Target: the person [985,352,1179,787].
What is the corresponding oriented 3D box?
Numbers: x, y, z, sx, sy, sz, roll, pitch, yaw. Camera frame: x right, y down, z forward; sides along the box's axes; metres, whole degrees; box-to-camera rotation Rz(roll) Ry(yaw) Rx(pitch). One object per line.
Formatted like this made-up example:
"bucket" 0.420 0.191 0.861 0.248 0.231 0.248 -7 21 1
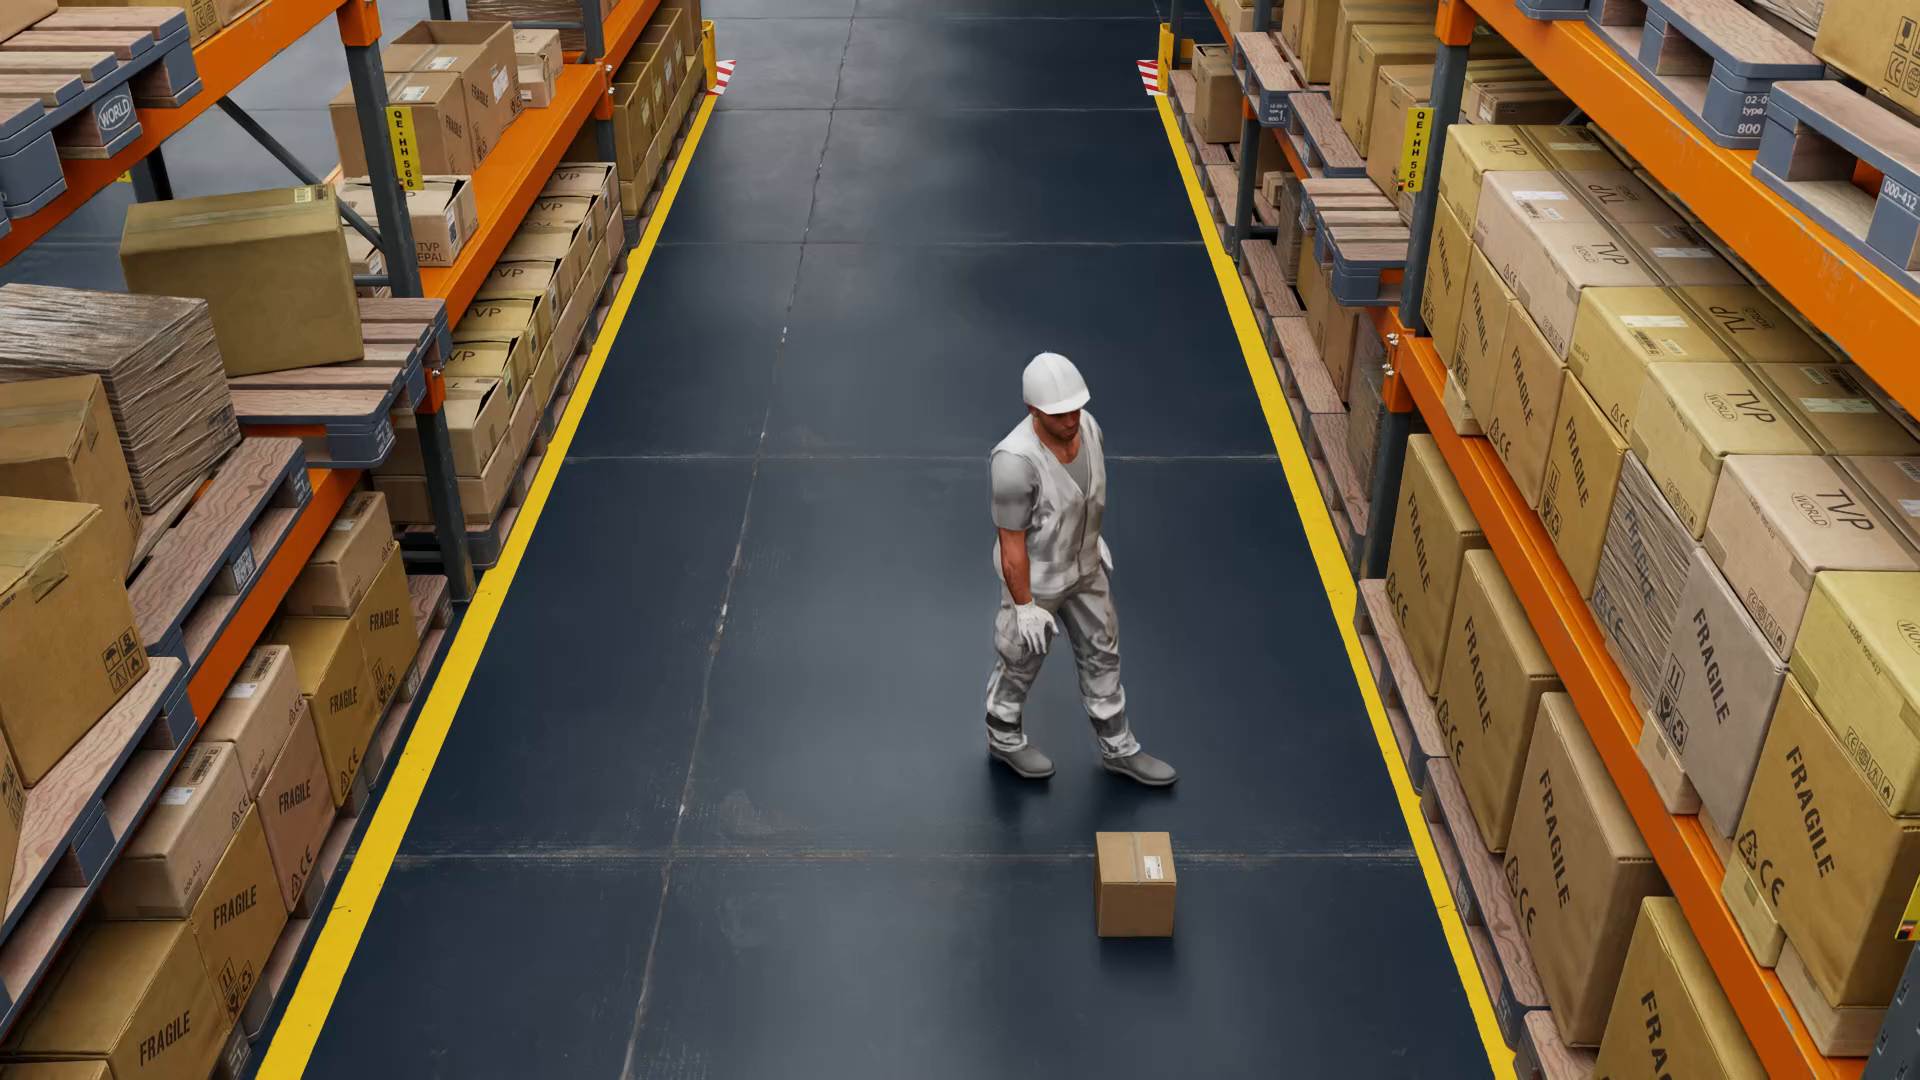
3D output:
"person" 0.398 0.152 5.833 0.677 1.773 0.599 27 40 36
